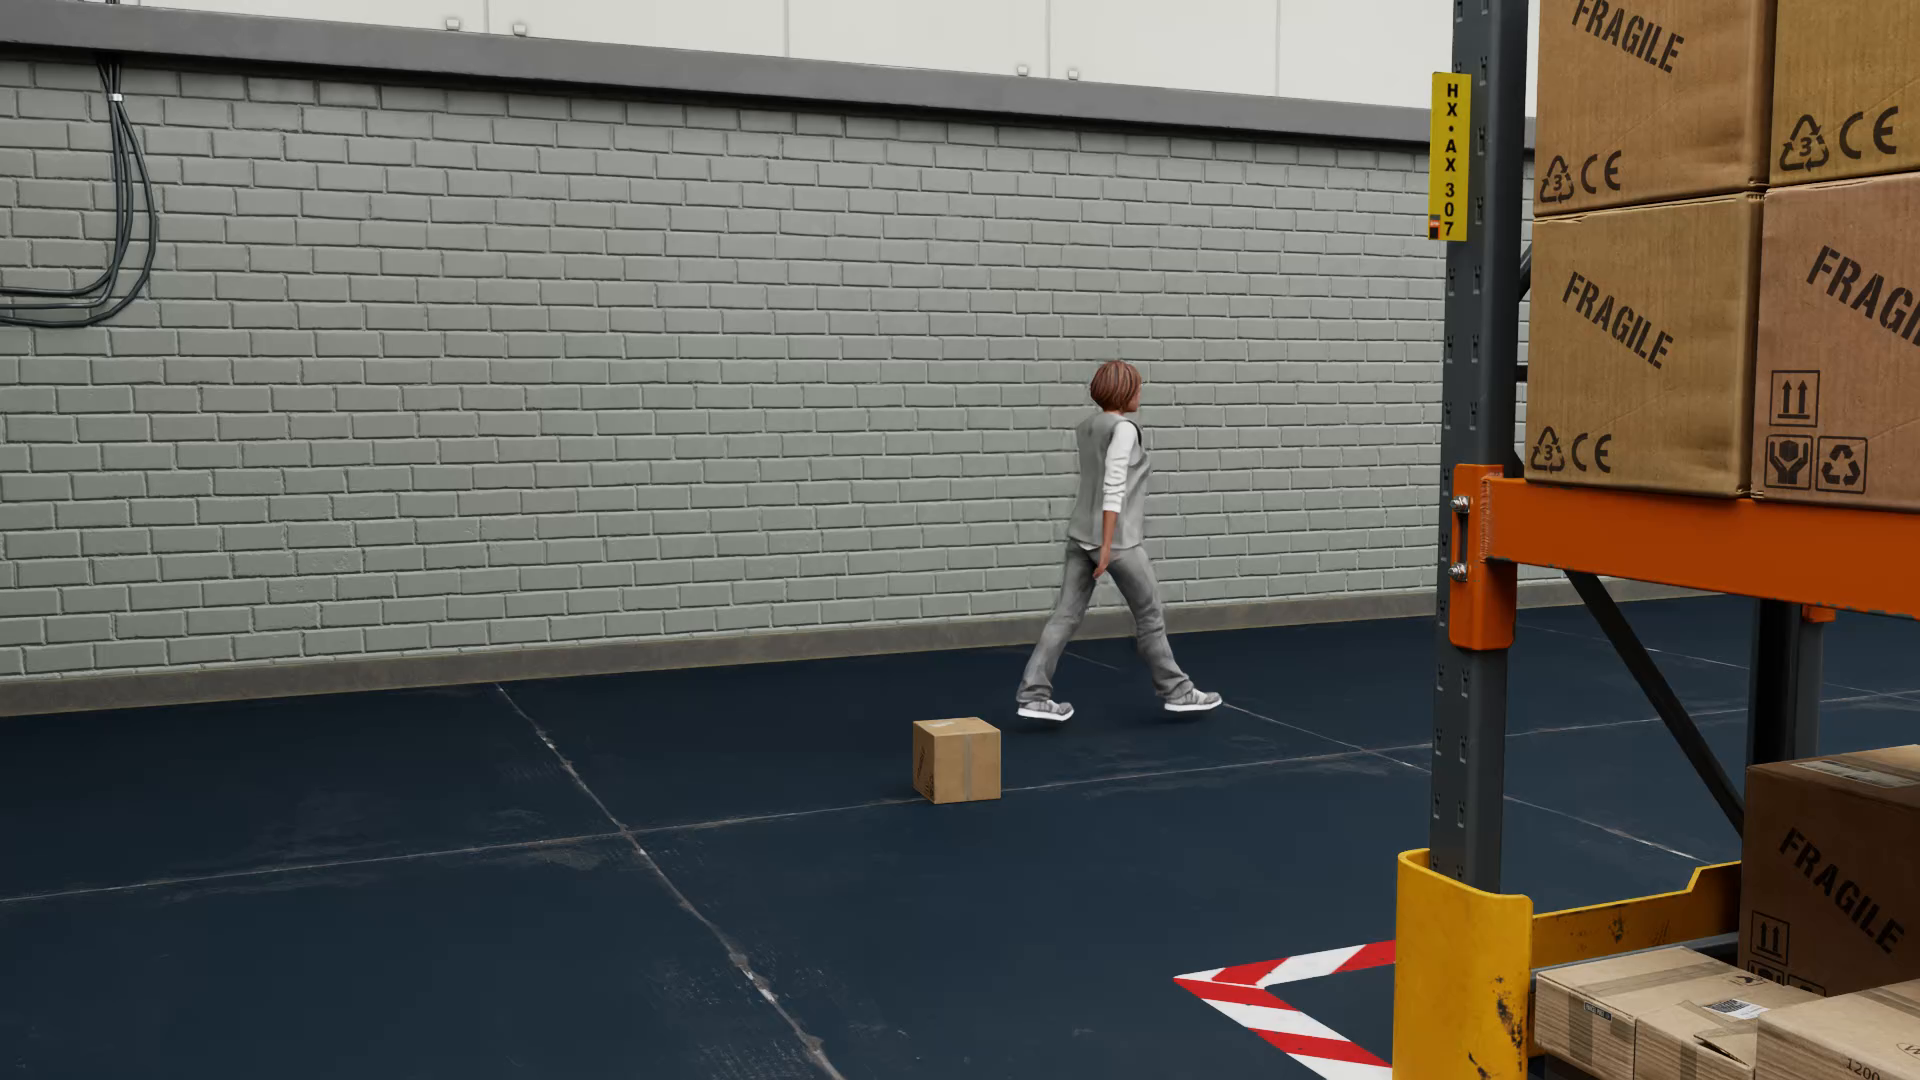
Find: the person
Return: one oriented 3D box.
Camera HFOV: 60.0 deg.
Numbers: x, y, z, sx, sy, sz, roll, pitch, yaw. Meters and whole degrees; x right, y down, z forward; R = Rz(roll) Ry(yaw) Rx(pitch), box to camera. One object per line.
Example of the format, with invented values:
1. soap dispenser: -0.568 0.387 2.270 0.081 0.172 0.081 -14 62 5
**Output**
1. person: 0.669 -0.004 7.157 0.978 1.531 0.444 -3 6 -29
